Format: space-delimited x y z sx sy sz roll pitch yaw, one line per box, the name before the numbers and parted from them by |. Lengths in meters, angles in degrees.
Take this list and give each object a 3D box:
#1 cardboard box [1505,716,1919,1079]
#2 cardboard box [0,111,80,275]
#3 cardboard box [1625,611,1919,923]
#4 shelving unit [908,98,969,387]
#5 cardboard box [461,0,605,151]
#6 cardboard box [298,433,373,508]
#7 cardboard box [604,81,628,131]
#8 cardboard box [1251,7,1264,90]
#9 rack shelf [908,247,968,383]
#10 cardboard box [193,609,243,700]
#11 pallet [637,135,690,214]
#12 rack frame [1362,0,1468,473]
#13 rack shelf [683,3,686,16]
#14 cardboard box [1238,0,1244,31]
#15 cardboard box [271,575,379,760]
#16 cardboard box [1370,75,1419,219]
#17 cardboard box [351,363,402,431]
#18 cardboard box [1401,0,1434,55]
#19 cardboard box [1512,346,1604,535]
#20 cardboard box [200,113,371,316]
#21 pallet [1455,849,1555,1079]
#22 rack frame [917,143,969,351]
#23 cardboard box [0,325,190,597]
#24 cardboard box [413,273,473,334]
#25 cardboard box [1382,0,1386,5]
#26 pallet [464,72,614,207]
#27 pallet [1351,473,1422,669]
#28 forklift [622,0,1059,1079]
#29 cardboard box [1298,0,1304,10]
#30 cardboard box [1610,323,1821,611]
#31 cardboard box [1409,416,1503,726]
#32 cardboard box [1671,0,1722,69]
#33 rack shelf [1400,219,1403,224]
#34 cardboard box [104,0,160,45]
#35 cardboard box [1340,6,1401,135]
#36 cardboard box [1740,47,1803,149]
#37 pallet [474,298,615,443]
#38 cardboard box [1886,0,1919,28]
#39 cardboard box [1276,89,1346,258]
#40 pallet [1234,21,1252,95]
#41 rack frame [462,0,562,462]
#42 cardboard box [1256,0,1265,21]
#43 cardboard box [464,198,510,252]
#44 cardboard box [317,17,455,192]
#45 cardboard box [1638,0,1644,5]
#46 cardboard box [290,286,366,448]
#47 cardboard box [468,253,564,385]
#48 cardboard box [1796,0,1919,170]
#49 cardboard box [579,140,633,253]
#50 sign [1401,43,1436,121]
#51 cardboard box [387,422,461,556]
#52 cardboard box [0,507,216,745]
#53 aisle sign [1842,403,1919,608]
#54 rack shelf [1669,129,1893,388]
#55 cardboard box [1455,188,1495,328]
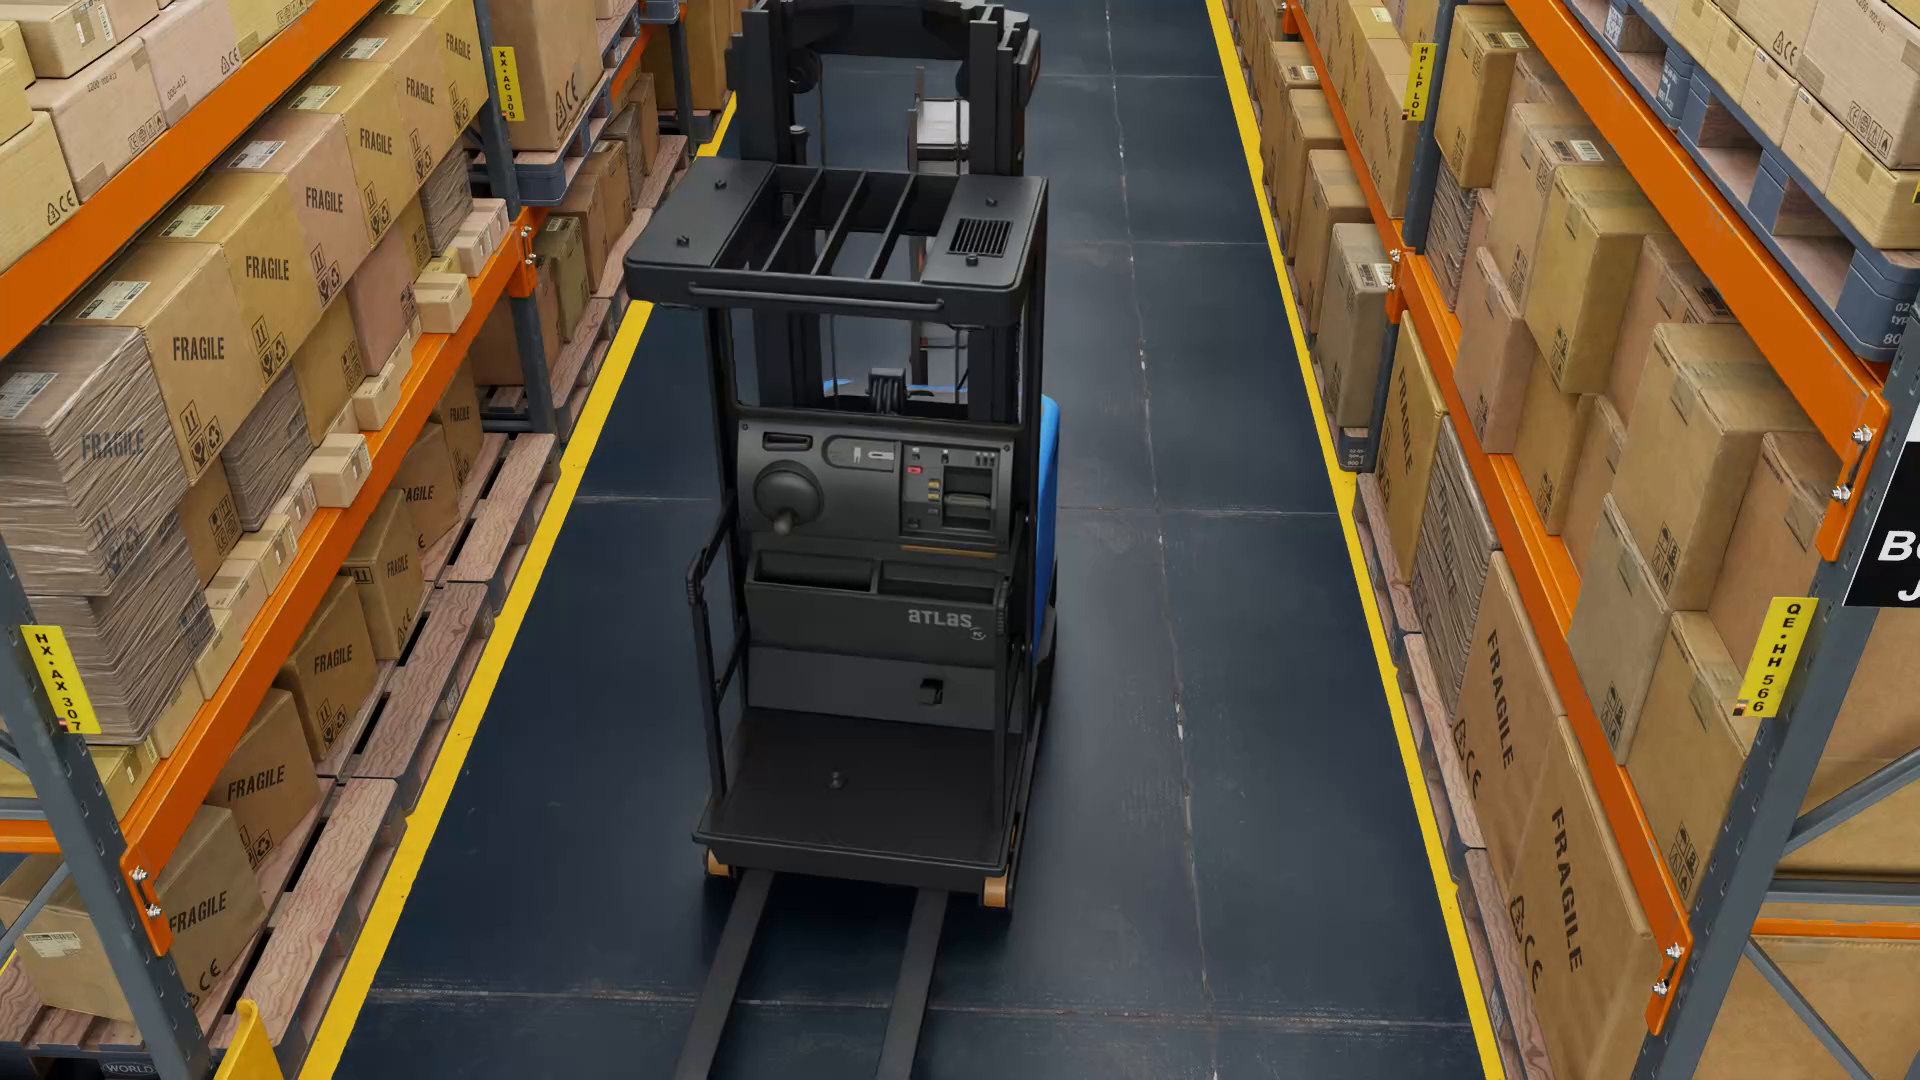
cardboard box | 2.252 1.152 4.985 0.875 0.875 0.875 2 35 2
cardboard box | -2.384 -0.764 3.750 0.500 0.250 0.500 2 35 3
cardboard box | 2.260 0.570 4.200 0.875 0.550 0.550 1 35 2
shelving unit | 5.825 -2.156 6.256 12.070 5.092 0.667 1 35 2
cardboard box | -2.329 -2.496 7.805 1.000 1.000 1.000 2 35 2
cardboard box | -2.254 -0.242 5.704 0.380 0.149 0.250 1 35 2
cardboard box | -2.348 -2.697 10.117 0.500 0.250 0.500 5 35 7
cardboard box | 2.402 -3.582 12.047 0.500 0.500 0.500 3 35 4
rack shelf | 0.007 -0.943 7.289 0.431 0.518 0.480 1 35 2
cardboard box | -2.357 0.331 4.889 0.380 0.149 0.250 1 35 2
pallet | -2.373 -2.333 10.887 1.003 0.211 1.213 1 35 2
rack frame | 2.451 -1.452 7.208 1.000 3.000 0.127 1 35 2
rack shelf | -2.260 -4.778 12.565 1.077 0.370 4.000 1 35 2
cardboard box | 2.451 -4.174 12.889 0.500 0.500 0.500 2 35 3
cardboard box | -2.586 0.462 6.292 0.500 0.500 0.500 4 35 6
cardboard box | 2.205 -1.799 7.615 0.500 0.500 0.500 1 35 2
cardboard box | -2.290 -0.530 6.115 0.380 0.149 0.250 1 35 2
cardboard box | 2.484 -2.483 7.718 0.700 0.500 0.500 1 35 1
cardboard box | 2.389 -0.371 5.538 0.875 0.550 0.500 1 35 2
cardboard box | -2.307 -1.070 5.449 0.500 0.500 0.500 1 35 2
pallet | 2.245 1.525 5.396 1.003 0.211 1.213 1 35 2
rack frame | -0.002 -0.814 7.082 0.380 1.831 0.006 1 35 2
cardboard box | -2.367 -0.208 4.222 0.500 0.500 0.500 1 35 2
cardboard box | -2.204 -0.960 6.726 0.380 0.149 0.250 1 35 2
cardboard box | 2.526 -3.064 8.544 0.700 0.500 0.500 1 35 1
pallet | -2.325 -1.982 8.129 1.003 0.211 1.213 1 35 2
pallet | 2.343 0.124 7.391 1.003 0.211 1.213 1 35 2
forklift | -0.320 -0.119 5.370 1.121 2.935 3.031 5 35 7
cardboard box | 2.324 -3.540 10.091 0.500 0.500 0.500 2 35 2
cardboard box | 2.274 -0.188 4.339 0.875 0.550 0.550 1 35 2
cardboard box | 2.324 0.123 6.449 0.875 0.875 0.875 2 35 2
cardboard box | 2.006 -1.275 4.113 0.380 0.149 0.250 1 35 1
rack shelf | 2.532 -2.387 8.994 0.919 0.124 3.809 1 35 2
cardboard box | -2.329 -1.398 4.305 0.380 0.149 0.250 1 35 2
cardboard box | 2.246 -2.380 8.441 0.500 0.500 0.500 2 35 2
cardboard box | 1.986 -0.983 3.697 0.380 0.149 0.250 2 35 3
pallet | -2.471 -0.932 8.892 1.003 0.211 1.213 1 35 2
cardboard box | 1.965 -1.019 3.055 0.380 0.149 0.250 2 35 2
cardboard box | 2.466 -2.152 9.794 1.050 0.750 0.750 2 35 3
pallet | 2.697 -3.758 12.913 1.003 0.211 1.213 1 35 2
rack frame | -2.501 -1.625 7.454 1.000 3.000 0.127 1 35 2
cardboard box | 2.387 -3.896 11.841 0.500 0.250 0.500 2 35 3
cardboard box | -2.215 -1.392 7.340 0.380 0.149 0.250 1 35 2
cardboard box | -2.262 -1.645 6.266 0.500 0.500 0.500 1 35 2
cardboard box | 2.027 -1.567 4.528 0.380 0.149 0.250 2 35 2
cardboard box | -2.609 -0.711 5.936 0.875 0.649 0.860 1 35 2
cardboard box | -2.454 -1.135 8.547 0.700 0.500 0.500 -1 35 -2
cardboard box | 2.031 -0.942 3.293 0.500 0.250 0.500 2 35 3
cardboard box | -2.372 -2.050 9.850 0.700 0.500 0.500 4 35 6
sign | 1.909 -1.901 6.908 0.100 0.325 0.005 1 35 2
cardboard box | -2.710 -0.194 5.714 1.144 2.239 2.984 12 37 17
cardboard box | -2.612 0.195 4.518 0.875 0.500 0.500 1 35 2
aisle sign | 1.988 -0.184 3.142 0.394 0.787 0.004 1 35 2
rack shelf | 2.371 -1.316 4.861 0.919 0.124 3.809 1 35 2
cardboard box | 2.449 -0.985 6.412 0.875 0.550 0.550 1 35 2
